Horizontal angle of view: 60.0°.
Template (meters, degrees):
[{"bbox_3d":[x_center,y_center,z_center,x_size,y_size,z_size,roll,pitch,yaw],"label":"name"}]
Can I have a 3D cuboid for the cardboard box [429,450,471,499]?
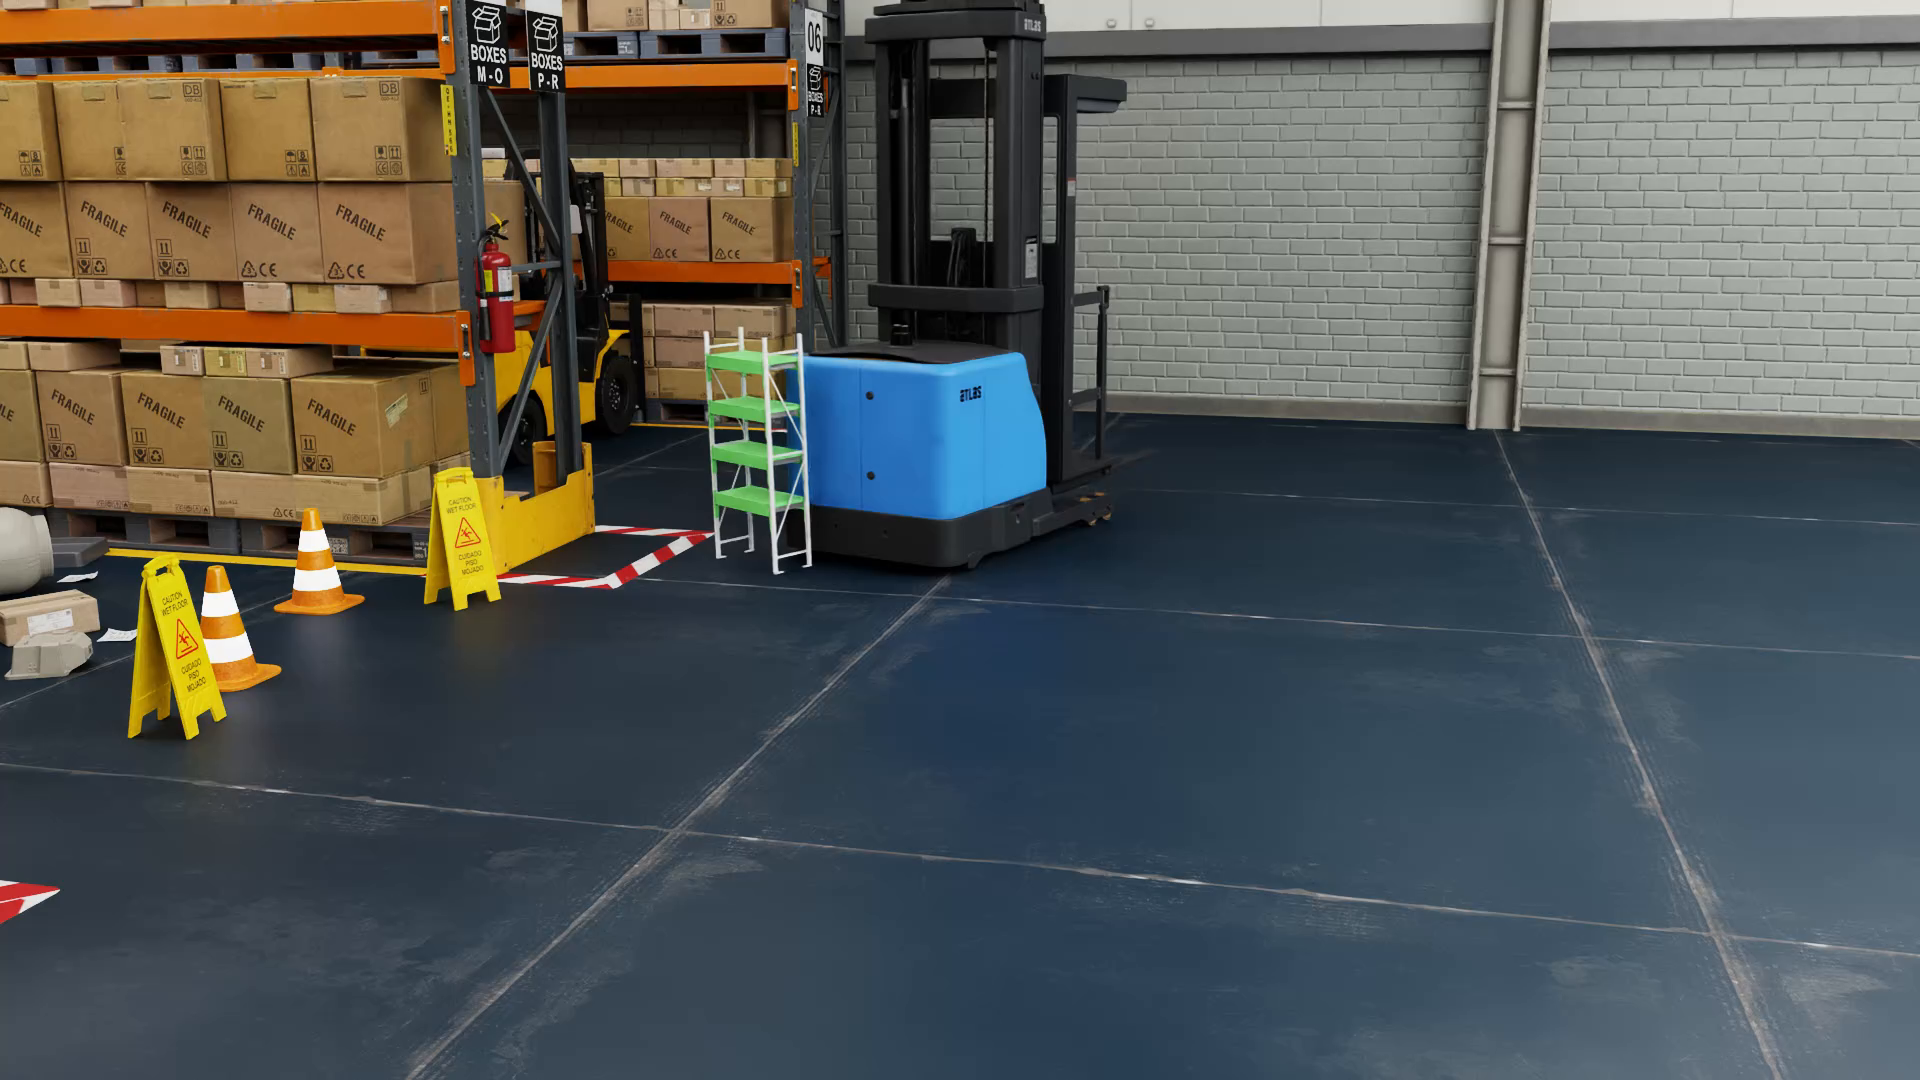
[{"bbox_3d":[-3.012,-0.369,9.348,0.500,0.250,0.500,3,13,13],"label":"cardboard box"}]

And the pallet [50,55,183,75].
[{"bbox_3d":[-7.109,-4.163,14.585,1.213,0.211,1.003,4,13,16],"label":"pallet"}]

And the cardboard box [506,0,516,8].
[{"bbox_3d":[-2.539,-2.833,8.733,0.250,0.149,0.380,3,13,14],"label":"cardboard box"}]

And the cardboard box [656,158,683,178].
[{"bbox_3d":[-2.239,-2.978,13.314,0.250,0.149,0.380,3,13,14],"label":"cardboard box"}]

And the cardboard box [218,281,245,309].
[{"bbox_3d":[-3.698,-1.315,8.816,0.250,0.149,0.380,3,13,14],"label":"cardboard box"}]

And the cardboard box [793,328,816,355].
[{"bbox_3d":[-1.516,-1.625,13.856,0.500,0.250,0.500,3,13,15],"label":"cardboard box"}]

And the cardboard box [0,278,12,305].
[{"bbox_3d":[-5.195,-1.377,9.096,0.250,0.149,0.380,3,13,15],"label":"cardboard box"}]

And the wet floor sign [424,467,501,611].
[{"bbox_3d":[-2.367,-0.022,7.841,0.232,0.644,0.267,8,15,33],"label":"wet floor sign"}]

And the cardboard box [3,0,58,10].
[{"bbox_3d":[-4.704,-2.802,8.593,0.250,0.149,0.380,3,13,12],"label":"cardboard box"}]

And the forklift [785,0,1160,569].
[{"bbox_3d":[0.258,-1.556,9.481,1.130,2.935,3.031,7,14,29],"label":"forklift"}]

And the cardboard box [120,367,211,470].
[{"bbox_3d":[-4.131,-0.675,9.000,0.500,0.500,0.500,3,13,12],"label":"cardboard box"}]

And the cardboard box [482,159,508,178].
[{"bbox_3d":[-3.745,-3.041,13.598,0.250,0.149,0.380,3,13,13],"label":"cardboard box"}]

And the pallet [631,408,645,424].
[{"bbox_3d":[-3.042,-1.183,14.079,1.213,0.211,1.003,3,13,14],"label":"pallet"}]

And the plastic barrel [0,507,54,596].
[{"bbox_3d":[-4.663,0.063,7.972,0.512,0.421,0.421,-9,15,-35],"label":"plastic barrel"}]

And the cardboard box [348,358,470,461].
[{"bbox_3d":[-3.035,-0.736,9.272,0.500,0.500,0.500,3,13,12],"label":"cardboard box"}]

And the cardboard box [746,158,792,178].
[{"bbox_3d":[-1.507,-2.935,13.121,0.250,0.149,0.380,3,13,14],"label":"cardboard box"}]

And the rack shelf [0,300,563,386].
[{"bbox_3d":[-4.237,-1.158,9.191,4.000,0.370,1.077,3,13,14],"label":"rack shelf"}]

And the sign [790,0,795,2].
[{"bbox_3d":[-1.253,-4.194,12.427,0.005,0.325,0.100,3,13,14],"label":"sign"}]

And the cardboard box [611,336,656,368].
[{"bbox_3d":[-2.647,-1.567,13.595,0.500,0.250,0.500,3,13,12],"label":"cardboard box"}]

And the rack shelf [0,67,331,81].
[{"bbox_3d":[-6.934,-3.874,14.507,4.000,0.370,1.077,3,13,14],"label":"rack shelf"}]

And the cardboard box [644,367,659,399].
[{"bbox_3d":[-2.605,-1.326,13.664,0.500,0.250,0.500,3,13,14],"label":"cardboard box"}]

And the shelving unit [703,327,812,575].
[{"bbox_3d":[-1.040,-0.467,8.553,0.258,1.200,0.503,-14,19,-42],"label":"shelving unit"}]

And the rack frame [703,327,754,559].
[{"bbox_3d":[-1.210,-0.505,8.724,0.240,1.200,0.015,-14,19,-42],"label":"rack frame"}]

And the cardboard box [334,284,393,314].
[{"bbox_3d":[-2.982,-1.247,8.511,0.250,0.149,0.380,3,13,13],"label":"cardboard box"}]

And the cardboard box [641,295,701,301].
[{"bbox_3d":[-2.499,-1.919,14.027,0.500,0.250,0.500,3,13,13],"label":"cardboard box"}]

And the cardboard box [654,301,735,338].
[{"bbox_3d":[-2.128,-1.784,13.421,0.500,0.250,0.500,3,13,15],"label":"cardboard box"}]

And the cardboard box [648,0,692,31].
[{"bbox_3d":[-2.233,-4.095,12.949,0.258,0.266,0.396,3,13,14],"label":"cardboard box"}]

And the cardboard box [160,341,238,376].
[{"bbox_3d":[-4.006,-0.971,8.833,0.250,0.149,0.380,4,13,16],"label":"cardboard box"}]

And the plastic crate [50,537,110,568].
[{"bbox_3d":[-4.851,0.066,8.753,0.583,0.080,0.402,-1,13,-6],"label":"plastic crate"}]

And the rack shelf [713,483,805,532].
[{"bbox_3d":[-1.034,-0.172,8.624,0.258,0.148,0.480,-14,19,-42],"label":"rack shelf"}]

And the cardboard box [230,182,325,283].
[{"bbox_3d":[-3.373,-1.597,8.589,0.500,0.500,0.500,3,13,14],"label":"cardboard box"}]

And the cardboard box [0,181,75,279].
[{"bbox_3d":[-4.841,-1.676,8.945,0.500,0.500,0.500,3,13,13],"label":"cardboard box"}]

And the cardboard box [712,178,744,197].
[{"bbox_3d":[-1.768,-2.781,13.117,0.250,0.149,0.380,3,13,14],"label":"cardboard box"}]

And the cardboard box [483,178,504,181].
[{"bbox_3d":[-3.759,-2.888,13.597,0.250,0.149,0.380,3,13,13],"label":"cardboard box"}]

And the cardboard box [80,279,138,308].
[{"bbox_3d":[-4.458,-1.331,8.890,0.250,0.149,0.380,3,13,13],"label":"cardboard box"}]

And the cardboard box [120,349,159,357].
[{"bbox_3d":[-5.045,-0.842,9.751,0.500,0.500,0.500,3,13,15],"label":"cardboard box"}]

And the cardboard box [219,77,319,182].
[{"bbox_3d":[-3.333,-2.096,8.532,0.500,0.500,0.700,3,13,14],"label":"cardboard box"}]

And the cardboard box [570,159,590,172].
[{"bbox_3d":[-2.998,-3.013,13.475,0.250,0.149,0.380,3,13,14],"label":"cardboard box"}]

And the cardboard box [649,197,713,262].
[{"bbox_3d":[-2.151,-2.498,13.336,0.500,0.500,0.500,3,13,15],"label":"cardboard box"}]

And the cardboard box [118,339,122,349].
[{"bbox_3d":[-7.638,-1.843,15.129,0.625,0.625,0.875,3,13,15],"label":"cardboard box"}]

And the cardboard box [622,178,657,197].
[{"bbox_3d":[-2.514,-2.827,13.322,0.250,0.149,0.380,3,13,12],"label":"cardboard box"}]

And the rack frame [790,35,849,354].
[{"bbox_3d":[-1.109,-2.450,13.351,0.127,3.000,1.000,3,13,14],"label":"rack frame"}]

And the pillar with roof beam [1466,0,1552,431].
[{"bbox_3d":[3.225,-4.388,8.234,0.400,9.000,9.100,3,13,14],"label":"pillar with roof beam"}]

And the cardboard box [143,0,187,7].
[{"bbox_3d":[-3.945,-2.780,8.492,0.250,0.149,0.380,3,13,12],"label":"cardboard box"}]

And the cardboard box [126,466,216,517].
[{"bbox_3d":[-4.154,-0.308,9.077,0.500,0.250,0.500,3,13,12],"label":"cardboard box"}]

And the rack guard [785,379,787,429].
[{"bbox_3d":[-1.086,-1.228,13.616,0.348,0.500,1.175,3,13,14],"label":"rack guard"}]

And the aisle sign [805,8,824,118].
[{"bbox_3d":[-1.116,-3.654,12.775,0.004,0.787,0.394,3,13,14],"label":"aisle sign"}]

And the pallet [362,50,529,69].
[{"bbox_3d":[-4.158,-4.040,13.796,1.213,0.211,1.003,3,13,14],"label":"pallet"}]

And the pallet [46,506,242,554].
[{"bbox_3d":[-4.330,-0.162,9.476,1.213,0.211,1.003,3,13,14],"label":"pallet"}]

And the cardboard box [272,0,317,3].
[{"bbox_3d":[-3.208,-2.734,8.287,0.250,0.149,0.380,3,13,15],"label":"cardboard box"}]

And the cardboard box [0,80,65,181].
[{"bbox_3d":[-4.831,-2.164,8.838,0.500,0.500,0.700,3,13,12],"label":"cardboard box"}]
